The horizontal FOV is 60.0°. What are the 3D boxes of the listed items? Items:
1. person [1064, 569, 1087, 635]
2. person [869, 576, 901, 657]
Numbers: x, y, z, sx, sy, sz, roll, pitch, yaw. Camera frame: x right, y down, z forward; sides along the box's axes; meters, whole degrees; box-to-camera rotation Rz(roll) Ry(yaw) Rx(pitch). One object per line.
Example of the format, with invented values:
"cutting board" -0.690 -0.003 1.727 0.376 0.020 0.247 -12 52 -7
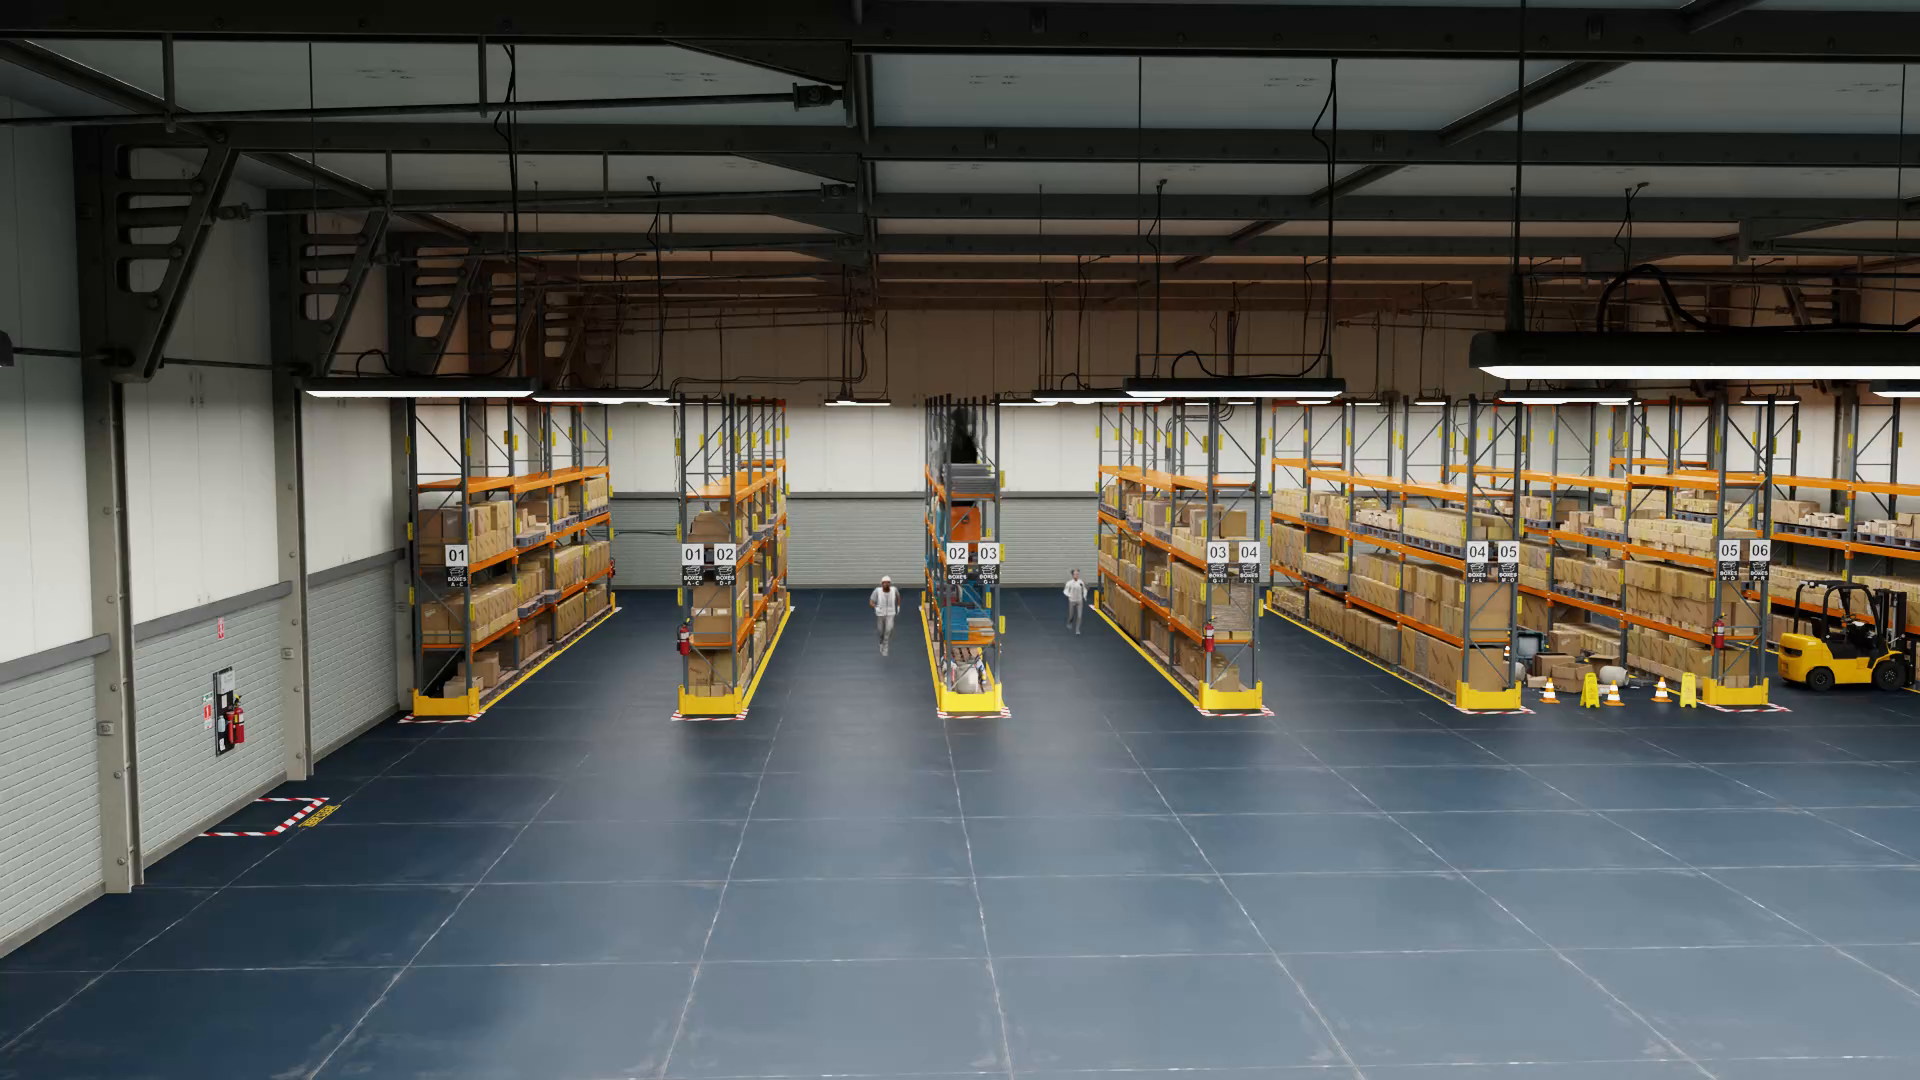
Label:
"person" 2.949 1.558 42.261 0.625 1.649 0.724 -1 5 -8
"person" -1.656 1.680 36.910 0.707 1.769 0.909 -1 5 -9
